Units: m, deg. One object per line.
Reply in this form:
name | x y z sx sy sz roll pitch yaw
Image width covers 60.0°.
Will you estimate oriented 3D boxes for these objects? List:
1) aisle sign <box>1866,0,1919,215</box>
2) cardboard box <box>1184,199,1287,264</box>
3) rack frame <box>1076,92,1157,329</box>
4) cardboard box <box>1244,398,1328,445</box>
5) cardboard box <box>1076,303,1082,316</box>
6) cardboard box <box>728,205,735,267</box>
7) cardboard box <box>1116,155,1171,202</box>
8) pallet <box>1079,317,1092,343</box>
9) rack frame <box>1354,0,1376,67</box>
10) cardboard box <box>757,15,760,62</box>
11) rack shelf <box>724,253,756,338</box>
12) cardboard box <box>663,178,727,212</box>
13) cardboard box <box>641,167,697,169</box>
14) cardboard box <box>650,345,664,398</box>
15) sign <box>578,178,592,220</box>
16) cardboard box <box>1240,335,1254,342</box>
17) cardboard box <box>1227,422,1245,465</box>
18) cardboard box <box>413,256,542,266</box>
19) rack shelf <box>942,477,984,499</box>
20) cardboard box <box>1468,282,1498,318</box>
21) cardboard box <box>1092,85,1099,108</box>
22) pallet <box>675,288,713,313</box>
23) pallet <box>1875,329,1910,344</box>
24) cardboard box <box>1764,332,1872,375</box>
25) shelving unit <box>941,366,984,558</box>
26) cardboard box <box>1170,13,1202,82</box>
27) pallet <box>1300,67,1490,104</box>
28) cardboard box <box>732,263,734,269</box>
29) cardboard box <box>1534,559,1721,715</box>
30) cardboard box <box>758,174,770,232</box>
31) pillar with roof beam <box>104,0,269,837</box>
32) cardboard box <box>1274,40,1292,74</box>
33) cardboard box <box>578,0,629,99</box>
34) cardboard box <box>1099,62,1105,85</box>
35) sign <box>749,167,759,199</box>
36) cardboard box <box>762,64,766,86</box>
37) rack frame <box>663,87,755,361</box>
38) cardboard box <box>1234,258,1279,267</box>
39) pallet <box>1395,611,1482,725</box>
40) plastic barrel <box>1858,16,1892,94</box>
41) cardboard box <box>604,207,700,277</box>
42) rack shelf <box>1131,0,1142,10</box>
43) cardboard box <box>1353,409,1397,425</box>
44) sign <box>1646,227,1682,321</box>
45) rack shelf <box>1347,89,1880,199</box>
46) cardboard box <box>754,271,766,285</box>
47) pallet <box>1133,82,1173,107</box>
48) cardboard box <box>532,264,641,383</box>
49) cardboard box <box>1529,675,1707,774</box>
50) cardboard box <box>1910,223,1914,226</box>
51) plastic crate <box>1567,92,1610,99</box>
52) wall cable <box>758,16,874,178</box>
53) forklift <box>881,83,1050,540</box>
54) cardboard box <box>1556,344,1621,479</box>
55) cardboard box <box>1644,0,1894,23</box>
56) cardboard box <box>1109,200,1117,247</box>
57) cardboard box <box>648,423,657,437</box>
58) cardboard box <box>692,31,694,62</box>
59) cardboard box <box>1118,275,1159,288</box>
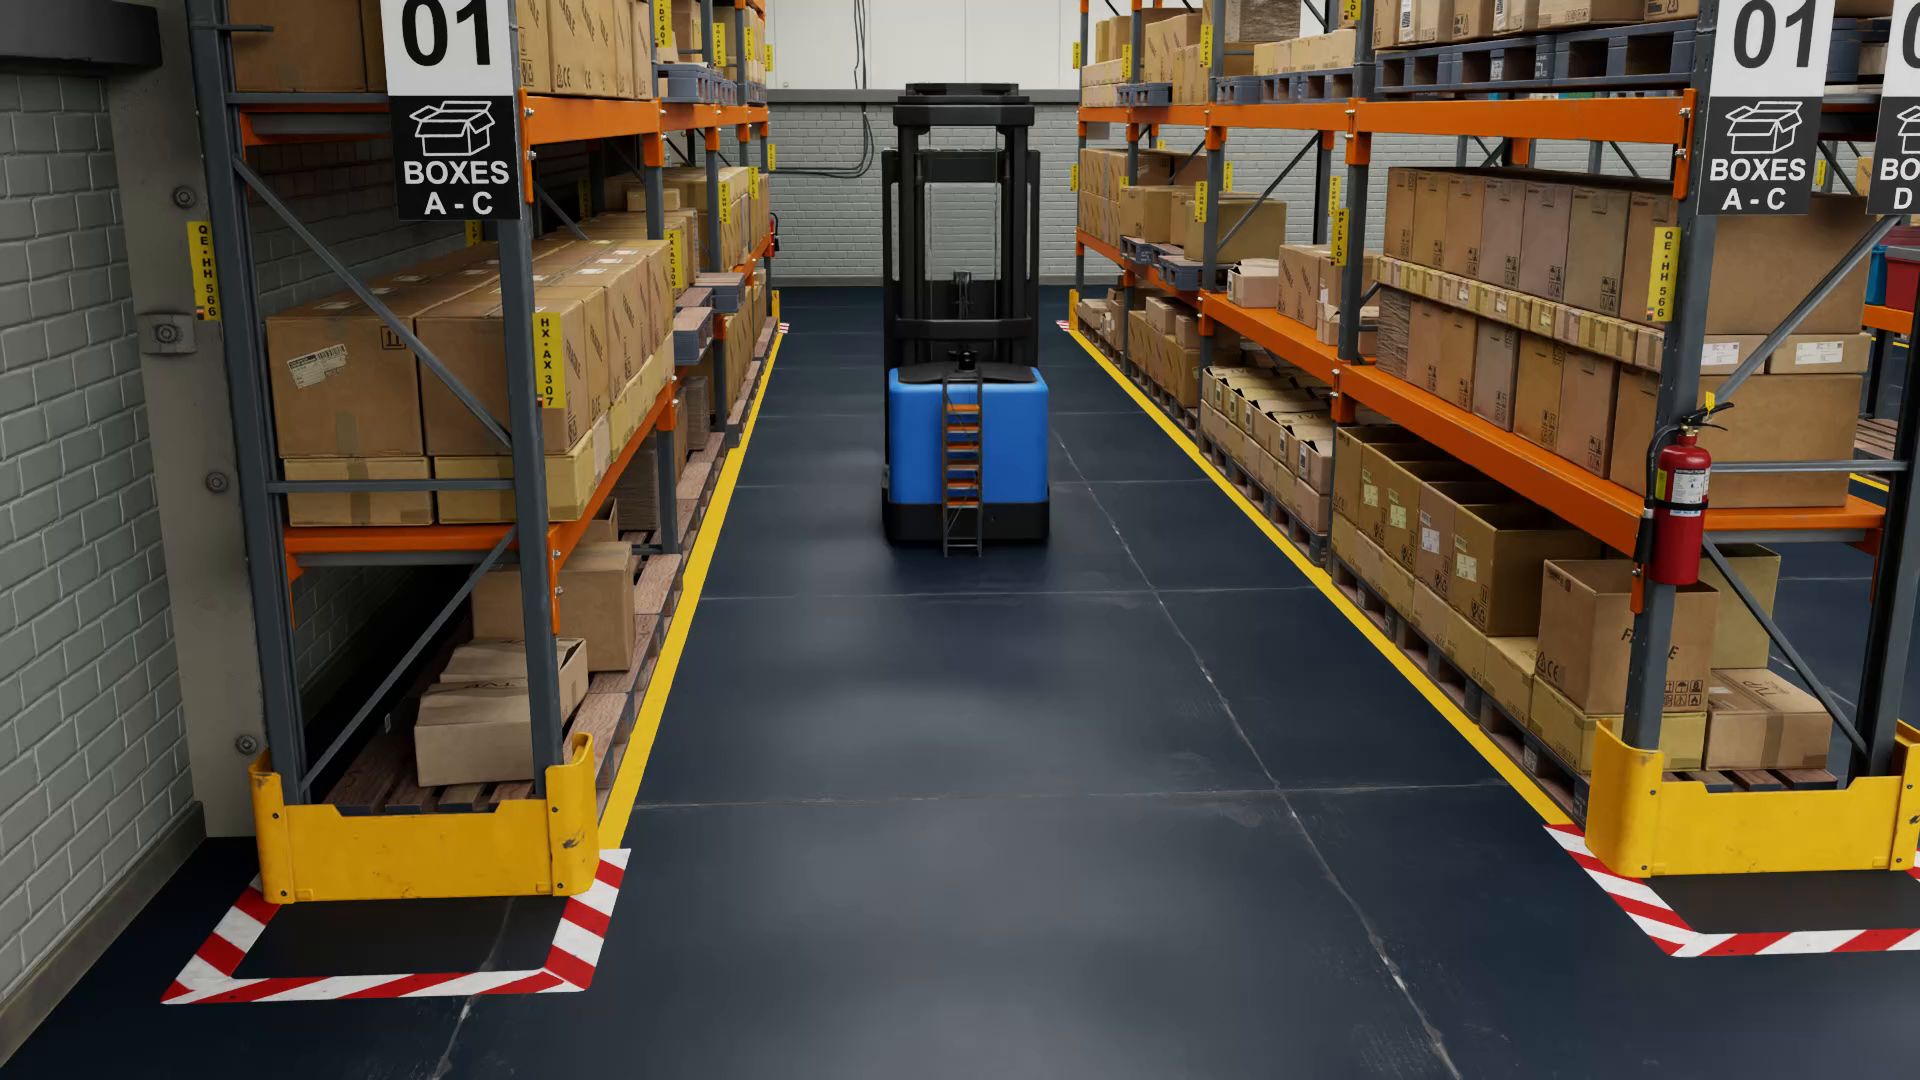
aisle sign | 3.317 -1.505 5.641 0.394 0.787 0.004 -1 14 -3
cardboard box | 2.360 -2.654 14.280 0.700 0.500 0.500 -6 16 -22
rack frame | 2.016 -4.237 21.475 1.000 3.000 0.127 -1 14 -3
cardboard box | 2.353 -0.871 11.942 0.500 0.311 0.500 -1 14 -4
cardboard box | 1.699 -2.960 21.350 0.380 0.149 0.250 -1 14 -3
cardboard box | -2.230 -2.628 14.381 0.500 0.500 0.500 0 14 -2
cardboard box | 1.974 -3.897 17.945 0.500 0.500 0.500 -1 14 -3
pallet | 2.071 -2.669 20.979 1.003 0.211 1.213 -1 14 -3
rack frame | 2.759 -4.158 9.128 1.000 3.000 0.127 -1 14 -3
cardboard box | -2.550 -5.723 18.982 0.500 0.500 0.500 -2 15 -6
rack shelf | -2.557 -2.319 15.464 1.077 0.370 4.000 -1 14 -3
cardboard box | -2.205 -2.860 13.778 0.500 0.250 0.500 -1 14 -2
cardboard box | -2.912 -3.612 16.702 0.500 0.250 0.500 0 14 -2
cardboard box | -1.830 -0.875 8.670 0.500 0.250 0.500 -1 14 -3
sign | -2.986 -2.722 13.261 0.100 0.325 0.005 -1 14 -3
cardboard box | 2.704 -1.623 15.447 0.500 0.500 0.500 -1 14 -4
cardboard box | 2.321 -0.730 12.521 0.500 0.250 0.500 -1 14 -5
cardboard box | -2.311 -1.103 8.049 0.500 0.500 0.500 0 14 -2
rack shelf | 0.015 -0.330 10.560 0.258 0.103 0.180 -1 14 -3
cardboard box | 2.682 -1.160 8.014 0.380 0.149 0.250 -1 14 -4
cardboard box | 1.844 -5.237 19.641 0.500 0.250 0.500 -1 14 -3
pallet | -2.269 -1.586 11.554 1.003 0.211 1.213 -1 14 -3
pallet | 12.103 -2.538 20.469 1.003 0.211 1.213 -1 14 -3
cardboard box | 3.198 -0.722 6.308 0.380 0.149 0.250 -1 14 -4
shelving unit | 0.015 -0.489 10.519 0.258 1.200 0.189 -1 14 -3
cardboard box | 2.307 -4.537 15.377 0.600 0.600 0.600 -1 15 -6
pallet | 2.691 -2.832 10.378 0.805 0.209 1.217 -1 15 -6
cardboard box | -2.342 -2.657 15.796 0.380 0.149 0.250 -1 14 -5
cardboard box | 2.677 0.378 6.707 0.500 0.500 0.500 -1 14 -3
cardboard box | -2.887 -4.178 20.645 0.980 0.700 0.700 0 14 -1
pillar with roof beam | 1.453 -3.313 5.844 9.100 9.000 0.400 -1 14 -3
cardboard box | 2.646 -3.589 12.394 0.500 0.250 0.500 0 14 -2
cardboard box | -1.816 -2.301 7.690 0.500 0.500 0.500 -1 15 -6
cardboard box | 1.876 -5.355 19.095 0.500 0.250 0.500 -1 14 -3
sign | -2.140 -3.698 17.215 0.100 0.325 0.005 -1 14 -3
cardboard box | -2.618 -5.614 20.062 0.500 0.250 0.500 0 14 -2
rack frame | -2.680 -3.165 17.308 1.000 3.000 0.127 -1 14 -3
cardboard box | 2.490 -2.113 13.399 0.500 0.311 0.500 0 14 0
pallet | 2.845 0.600 8.270 1.003 0.211 1.213 -1 14 -3
plastic barrel | 7.290 -3.811 12.793 0.600 0.901 0.600 0 14 0
cardboard box | -2.394 -2.315 12.921 0.700 0.500 0.500 -3 15 -10
rack shelf | 2.387 -5.108 15.067 1.077 0.370 4.000 -1 14 -3
cardboard box | 2.923 -0.756 11.495 0.500 0.311 0.500 -1 14 -5
sign | 2.464 -0.929 5.817 0.100 0.325 0.005 -1 14 -3
rack shelf | 2.883 -1.860 7.659 1.077 0.370 4.000 -1 14 -3
cardboard box | -2.579 -3.202 20.322 0.380 0.149 0.250 0 14 -2
pallet | 2.301 -4.183 15.622 1.213 0.211 1.003 -1 14 -3
cardboard box | -1.757 -0.984 7.587 0.500 0.500 0.500 0 14 -2
cardboard box | 2.679 0.741 6.800 0.500 0.250 0.500 -1 14 -3
cardboard box | 11.692 -3.792 20.248 0.380 0.149 0.250 -1 14 -5
plastic crate | 6.880 -4.769 17.946 0.450 0.188 0.662 -1 14 -3
wall cable | -2.922 -6.974 26.302 3.097 2.526 0.112 -1 14 -3
forklift | -0.006 -1.730 11.867 1.130 2.935 3.031 -1 14 -2
cardboard box | 2.953 -0.553 6.956 0.700 0.500 0.500 -1 14 -2
cardboard box | 2.976 -2.175 6.109 0.797 0.503 0.637 0 14 0
cardboard box | 1.943 -3.539 18.562 0.500 0.500 0.500 0 14 -2
cardboard box | -2.329 -0.488 11.039 0.700 0.500 0.500 -1 14 -5
cardboard box | -2.605 -4.135 13.975 0.700 0.500 0.500 -2 15 -7
cardboard box | 2.295 -3.108 21.221 0.500 0.500 0.500 -1 14 -3
